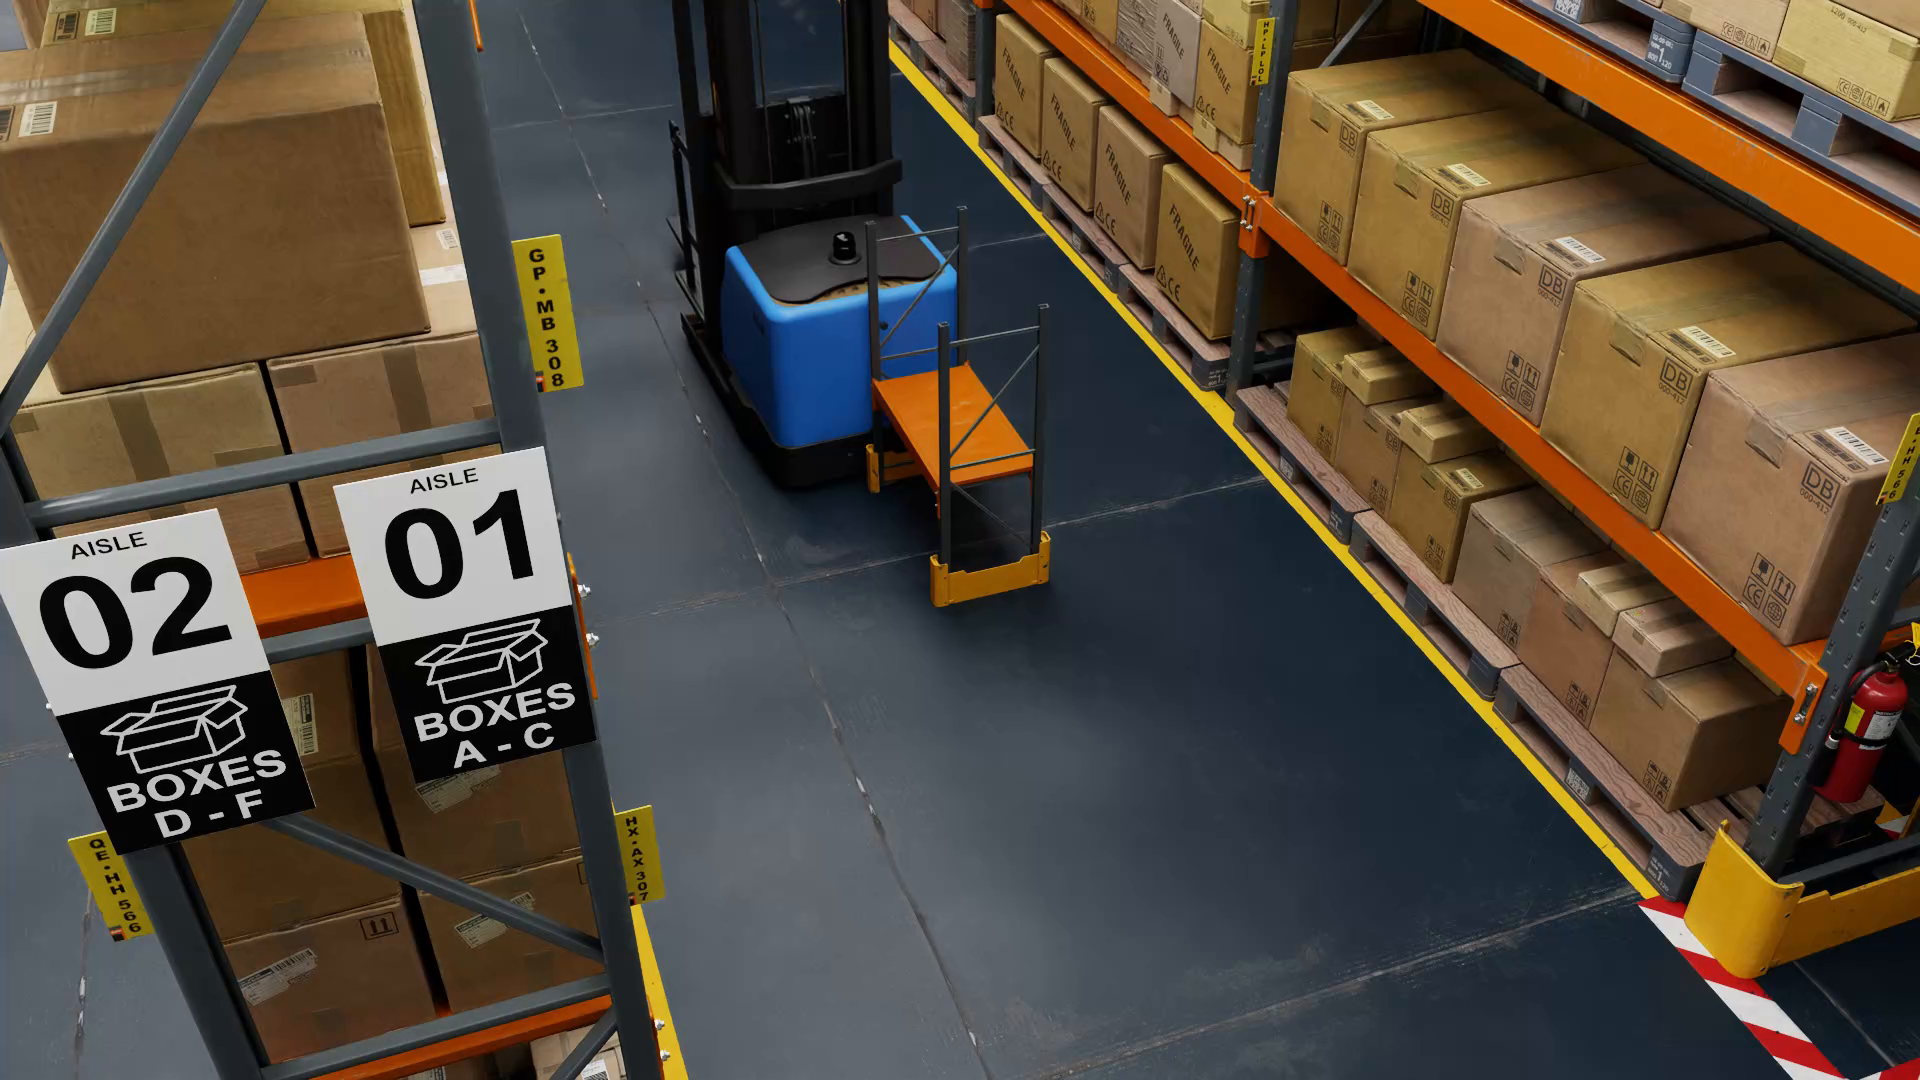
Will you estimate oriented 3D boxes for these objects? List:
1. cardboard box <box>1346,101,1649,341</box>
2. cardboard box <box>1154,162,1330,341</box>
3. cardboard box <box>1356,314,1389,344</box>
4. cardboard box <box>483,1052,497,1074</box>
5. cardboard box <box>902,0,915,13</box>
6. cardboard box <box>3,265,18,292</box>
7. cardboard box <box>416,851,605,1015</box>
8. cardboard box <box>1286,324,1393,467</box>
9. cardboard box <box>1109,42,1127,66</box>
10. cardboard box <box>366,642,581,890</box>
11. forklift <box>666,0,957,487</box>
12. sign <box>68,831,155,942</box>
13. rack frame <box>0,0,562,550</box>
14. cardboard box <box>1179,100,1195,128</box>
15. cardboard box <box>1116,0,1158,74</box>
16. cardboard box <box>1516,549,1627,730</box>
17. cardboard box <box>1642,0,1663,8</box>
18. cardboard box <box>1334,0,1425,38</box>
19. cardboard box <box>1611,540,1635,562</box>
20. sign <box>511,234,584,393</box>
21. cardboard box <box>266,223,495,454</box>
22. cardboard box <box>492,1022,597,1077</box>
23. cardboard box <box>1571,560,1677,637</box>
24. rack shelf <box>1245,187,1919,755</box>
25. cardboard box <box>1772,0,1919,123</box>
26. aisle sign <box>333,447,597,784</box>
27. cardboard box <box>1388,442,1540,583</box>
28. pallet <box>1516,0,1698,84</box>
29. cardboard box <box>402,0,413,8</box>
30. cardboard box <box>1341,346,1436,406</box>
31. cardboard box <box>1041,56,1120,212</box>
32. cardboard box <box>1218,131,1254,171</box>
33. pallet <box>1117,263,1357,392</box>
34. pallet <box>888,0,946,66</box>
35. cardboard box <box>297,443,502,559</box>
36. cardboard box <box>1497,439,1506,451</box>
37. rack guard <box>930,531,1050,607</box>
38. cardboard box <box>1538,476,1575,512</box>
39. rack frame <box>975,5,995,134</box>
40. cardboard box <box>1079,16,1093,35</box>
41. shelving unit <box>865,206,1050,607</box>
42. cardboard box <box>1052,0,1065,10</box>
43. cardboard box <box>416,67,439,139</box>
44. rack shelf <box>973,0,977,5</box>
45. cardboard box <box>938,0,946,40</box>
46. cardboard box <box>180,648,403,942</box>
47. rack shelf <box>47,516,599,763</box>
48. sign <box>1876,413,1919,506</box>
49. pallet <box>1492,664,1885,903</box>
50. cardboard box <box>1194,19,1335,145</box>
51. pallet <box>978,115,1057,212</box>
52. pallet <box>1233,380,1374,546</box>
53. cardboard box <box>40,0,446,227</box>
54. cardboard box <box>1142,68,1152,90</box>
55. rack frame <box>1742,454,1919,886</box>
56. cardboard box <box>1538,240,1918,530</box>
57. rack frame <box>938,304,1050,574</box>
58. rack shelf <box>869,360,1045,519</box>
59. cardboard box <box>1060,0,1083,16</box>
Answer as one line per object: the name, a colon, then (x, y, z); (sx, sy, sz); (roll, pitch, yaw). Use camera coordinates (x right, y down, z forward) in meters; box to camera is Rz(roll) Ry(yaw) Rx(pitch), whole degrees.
cardboard box: (2.394, -1.450, 7.492); (0.980, 0.700, 0.700); (-13, 39, -17)
cardboard box: (1.631, -1.702, 9.515); (0.750, 0.750, 0.750); (-12, 39, -15)
cardboard box: (2.275, -1.161, 8.548); (0.380, 0.149, 0.250); (-13, 39, -16)
cardboard box: (-1.770, 1.687, 5.567); (0.380, 0.166, 0.250); (-12, 39, -16)
cardboard box: (-0.144, -4.759, 13.847); (0.700, 0.500, 0.500); (-12, 39, -15)
cardboard box: (-1.885, -0.623, 3.861); (0.500, 0.250, 0.500); (-12, 39, -16)
cardboard box: (-1.201, 0.889, 4.554); (0.500, 0.500, 0.500); (-12, 39, -15)
cardboard box: (2.138, -0.779, 8.580); (0.700, 0.500, 0.500); (-12, 39, -15)
cardboard box: (1.118, -2.972, 9.955); (0.380, 0.149, 0.250); (-11, 38, -15)
cardboard box: (-1.201, 0.490, 4.253); (0.500, 0.500, 0.500); (-11, 38, -15)
forklift: (-1.003, -2.328, 8.964); (1.130, 2.935, 3.031); (-14, 39, -18)
sign: (-1.824, 0.749, 3.598); (0.100, 0.325, 0.005); (-12, 39, -16)
rack frame: (-1.296, -1.162, 2.374); (1.000, 3.000, 0.127); (-12, 39, -16)
cardboard box: (1.439, -2.386, 9.178); (0.380, 0.149, 0.250); (-11, 38, -15)
cardboard box: (1.232, -3.000, 9.453); (0.500, 0.500, 0.500); (-12, 39, -16)
cardboard box: (2.846, 0.380, 7.041); (0.700, 0.500, 0.500); (-13, 39, -16)
cardboard box: (2.488, -2.085, 5.785); (0.500, 0.250, 0.500); (-14, 39, -17)
cardboard box: (2.063, -2.833, 8.608); (0.500, 0.250, 0.500); (-11, 38, -15)
cardboard box: (2.989, 0.005, 7.000); (0.380, 0.149, 0.250); (-12, 39, -16)
sign: (-0.787, -0.425, 3.162); (0.100, 0.325, 0.005); (-12, 39, -16)
cardboard box: (-1.229, -0.448, 3.628); (0.500, 0.250, 0.500); (-12, 39, -16)
cardboard box: (-1.389, 1.509, 5.734); (0.500, 0.250, 0.500); (-12, 39, -16)
cardboard box: (2.715, 0.224, 6.709); (0.380, 0.149, 0.250); (-11, 38, -15)
rack shelf: (2.665, -0.636, 7.259); (1.077, 0.370, 4.000); (-12, 39, -16)
cardboard box: (2.852, -1.498, 5.006); (0.500, 0.250, 0.500); (-11, 38, -15)
aisle sign: (-0.997, 0.174, 3.426); (0.394, 0.787, 0.004); (-12, 39, -16)
cardboard box: (2.482, -0.204, 7.816); (0.700, 0.500, 0.500); (-12, 39, -15)
pallet: (2.665, -2.063, 6.137); (1.003, 0.211, 1.213); (-12, 39, -16)
cardboard box: (-1.912, -1.579, 5.129); (0.500, 0.250, 0.500); (-12, 39, -16)
cardboard box: (2.085, -0.807, 8.077); (0.380, 0.149, 0.250); (-11, 38, -14)
cardboard box: (1.026, -2.683, 10.817); (0.750, 0.750, 0.750); (-13, 39, -16)
cardboard box: (1.595, -2.093, 8.788); (0.380, 0.149, 0.250); (-12, 39, -16)
pallet: (1.641, -1.360, 9.940); (1.003, 0.211, 1.213); (-12, 39, -16)
pallet: (-0.083, -4.329, 13.882); (1.003, 0.211, 1.213); (-12, 39, -16)
cardboard box: (-1.234, -0.247, 3.776); (0.500, 0.250, 0.500); (-12, 39, -16)
cardboard box: (2.635, -0.572, 7.766); (0.380, 0.149, 0.250); (-12, 39, -15)
rack guard: (0.145, 0.138, 7.919); (0.587, 0.250, 0.087); (-12, 39, -16)
cardboard box: (2.812, -0.283, 7.383); (0.380, 0.149, 0.250); (-12, 39, -15)
rack frame: (0.601, -4.313, 11.543); (1.000, 3.000, 0.127); (-12, 39, -16)
cardboard box: (0.965, -3.265, 10.345); (0.380, 0.149, 0.250); (-12, 39, -15)
shelving unit: (-0.026, -0.642, 7.916); (0.587, 1.500, 1.083); (-12, 39, -16)
cardboard box: (0.789, -3.558, 10.733); (0.380, 0.149, 0.250); (-13, 39, -16)
cardboard box: (-1.572, -1.013, 4.378); (0.500, 0.250, 0.500); (-12, 39, -16)
rack shelf: (-0.088, -5.155, 13.259); (1.077, 0.370, 4.000); (-12, 39, -16)
cardboard box: (0.236, -4.201, 13.106); (0.700, 0.500, 0.500); (-13, 39, -16)
cardboard box: (-1.708, 0.600, 4.106); (0.500, 0.500, 0.500); (-13, 39, -16)
rack shelf: (-1.985, -0.806, 4.993); (1.077, 0.370, 4.000); (-12, 39, -16)
sign: (2.839, -0.246, 4.985); (0.100, 0.325, 0.005); (-12, 39, -16)
pallet: (3.005, 0.885, 6.960); (1.003, 0.211, 1.213); (-12, 39, -16)
cardboard box: (1.582, -2.428, 8.694); (0.500, 0.500, 0.500); (-13, 39, -17)
pallet: (0.801, -2.738, 11.770); (1.003, 0.211, 1.213); (-12, 39, -16)
pallet: (2.165, -0.493, 8.790); (1.003, 0.211, 1.213); (-12, 39, -16)
cardboard box: (-1.581, -0.990, 3.724); (0.700, 0.500, 0.500); (-12, 39, -16)
cardboard box: (1.271, -2.675, 9.561); (0.380, 0.149, 0.250); (-12, 39, -16)
rack frame: (3.354, 0.207, 5.543); (1.000, 3.000, 0.127); (-12, 39, -16)
cardboard box: (2.908, -0.608, 6.375); (0.980, 0.700, 0.700); (-13, 39, -16)
rack frame: (0.146, -0.360, 7.542); (0.500, 1.500, 0.032); (-12, 39, -16)
rack shelf: (-0.029, -0.504, 8.031); (0.538, 0.185, 1.000); (-12, 39, -16)
cardboard box: (0.869, -3.574, 10.215); (0.500, 0.500, 0.500); (-13, 39, -16)
